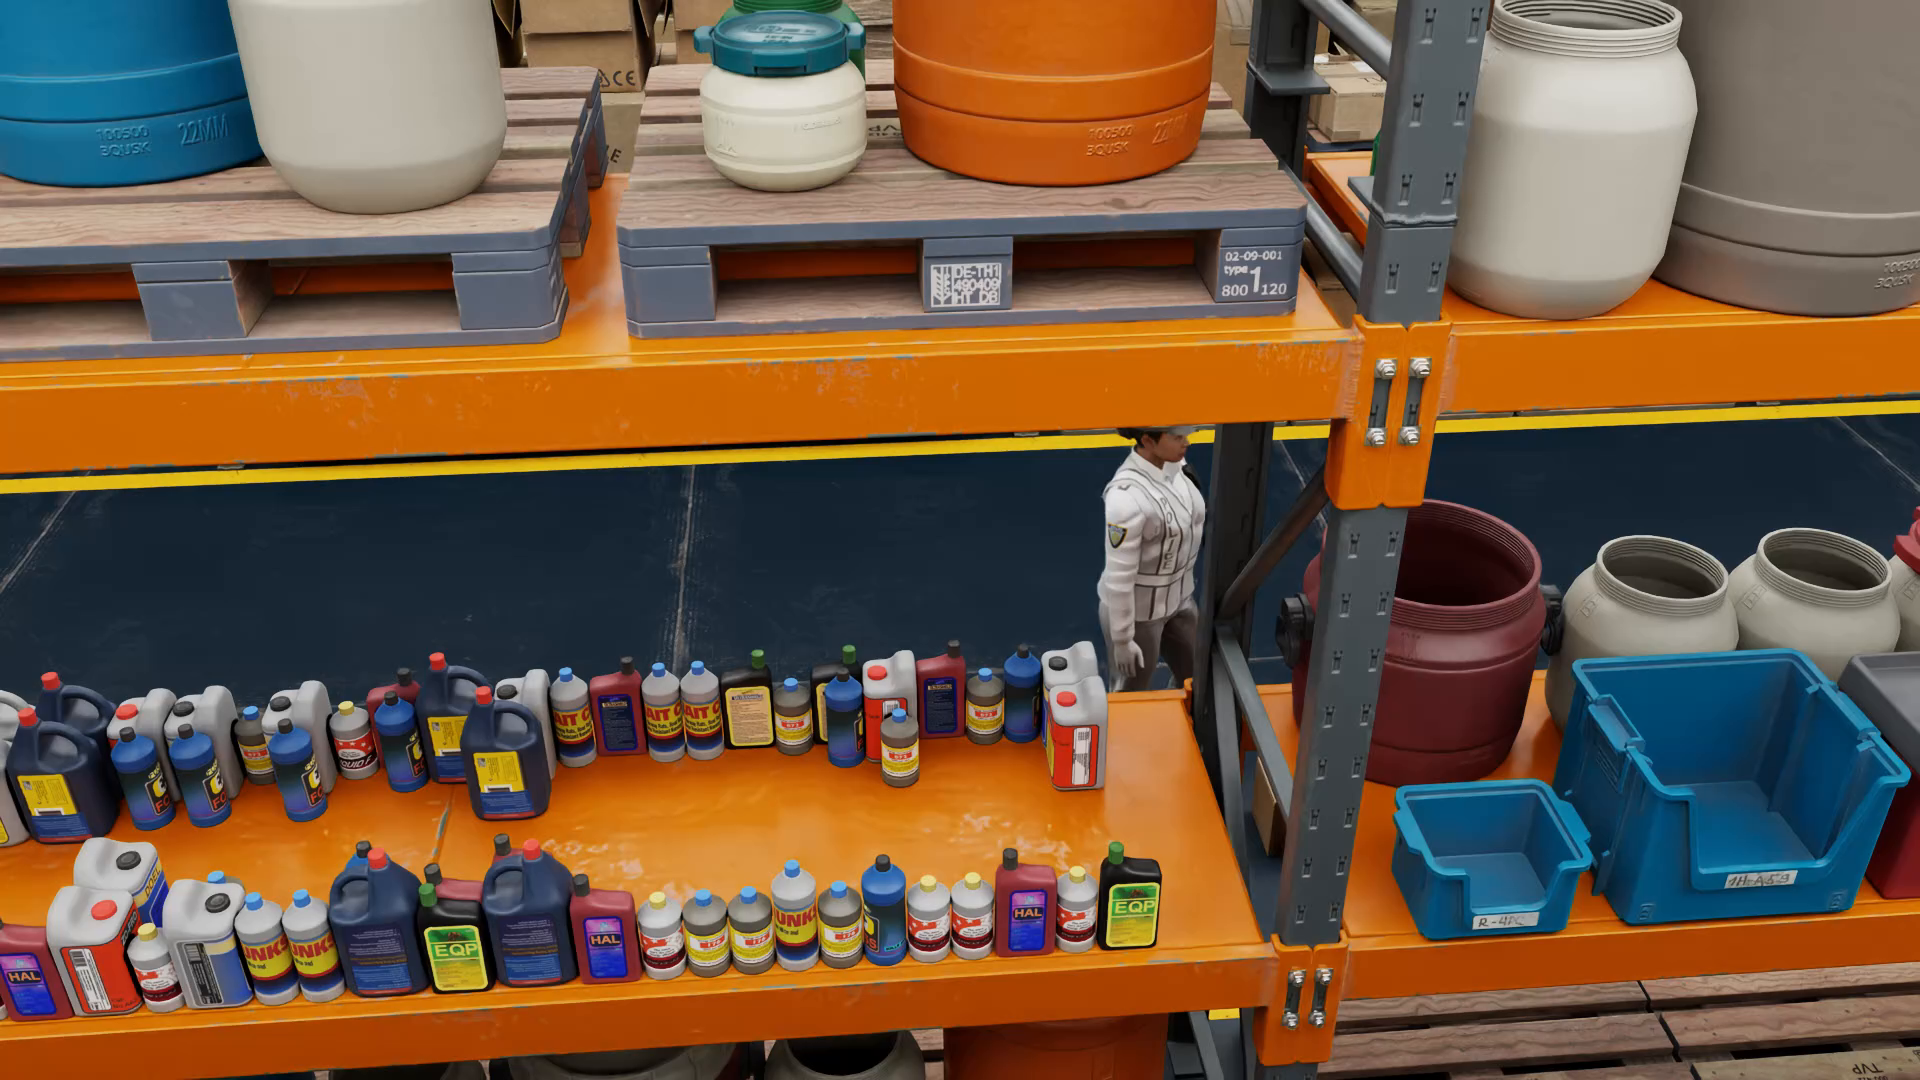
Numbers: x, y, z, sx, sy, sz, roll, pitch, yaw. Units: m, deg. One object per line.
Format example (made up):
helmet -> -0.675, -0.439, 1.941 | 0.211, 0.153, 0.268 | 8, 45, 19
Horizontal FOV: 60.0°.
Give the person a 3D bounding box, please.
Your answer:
person -> 0.690, 0.264, 5.702 | 0.436, 1.724, 0.510 | 18, 36, 27
